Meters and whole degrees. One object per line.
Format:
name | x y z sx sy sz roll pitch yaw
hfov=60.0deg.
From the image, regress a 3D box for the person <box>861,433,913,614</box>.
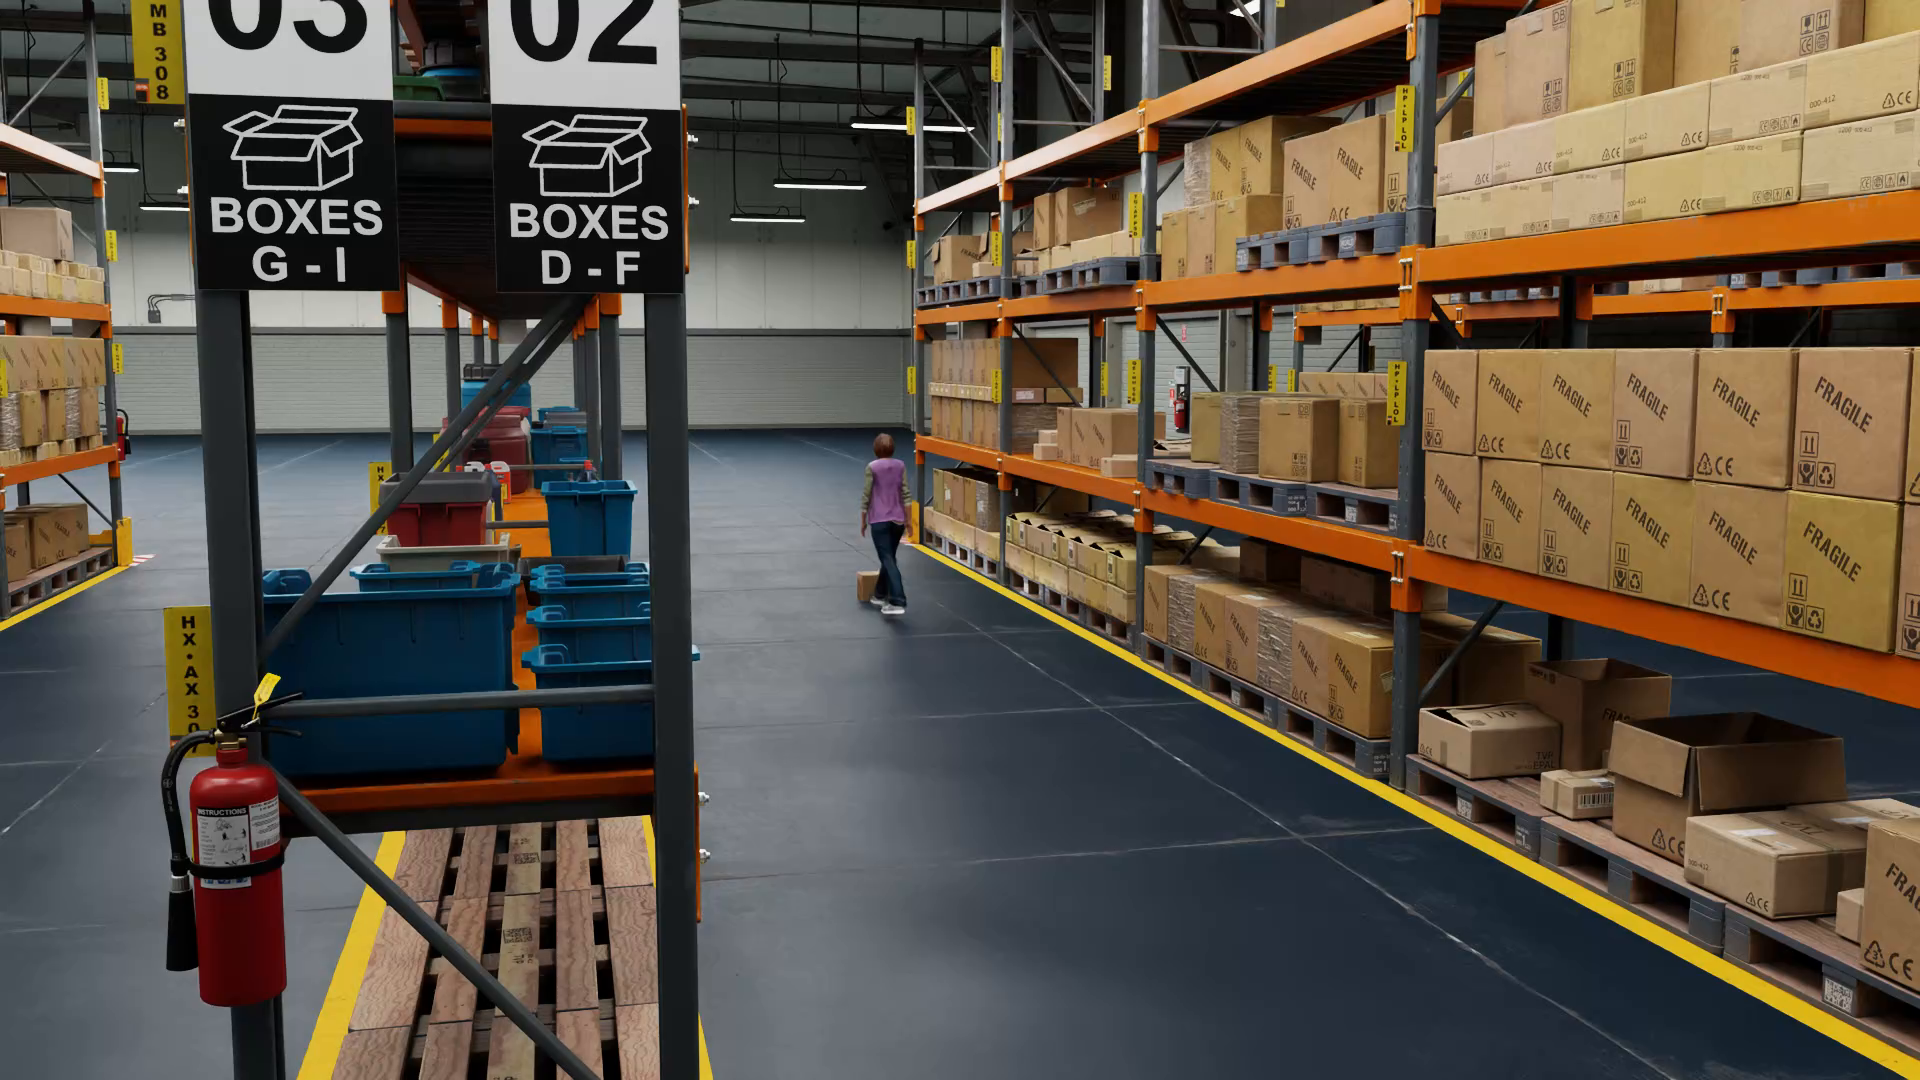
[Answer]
person | -0.691 -0.157 14.649 0.417 1.567 0.803 -4 8 -33
